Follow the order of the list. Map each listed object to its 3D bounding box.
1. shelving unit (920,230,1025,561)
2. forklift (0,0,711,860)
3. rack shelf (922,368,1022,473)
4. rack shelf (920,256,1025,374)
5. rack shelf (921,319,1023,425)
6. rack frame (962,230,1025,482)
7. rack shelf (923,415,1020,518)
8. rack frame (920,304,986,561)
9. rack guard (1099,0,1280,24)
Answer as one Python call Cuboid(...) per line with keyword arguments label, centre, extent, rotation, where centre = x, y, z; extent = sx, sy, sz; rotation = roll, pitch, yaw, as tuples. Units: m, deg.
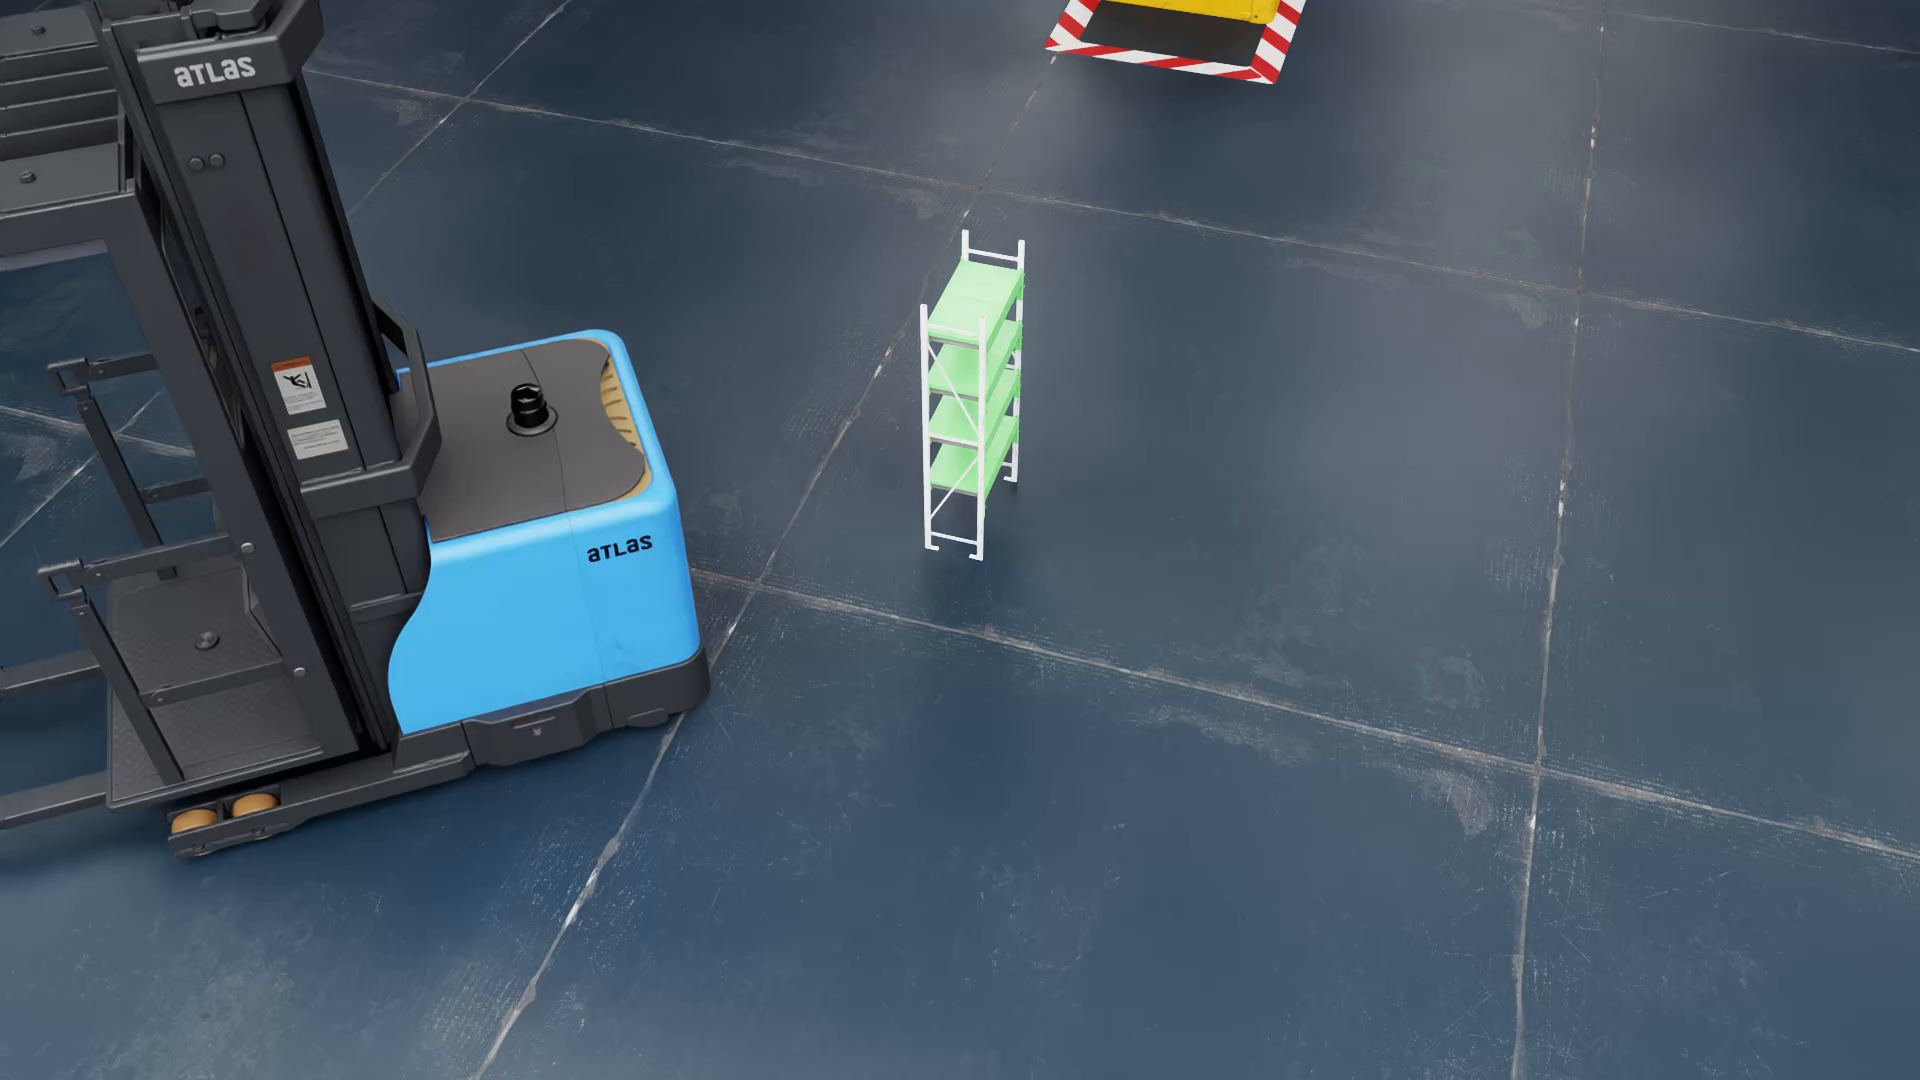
Cuboid(label="shelving unit", centre=(0.050, -0.539, 6.443), extent=(0.258, 1.200, 0.503), rotation=(13, 46, 12))
Cuboid(label="forklift", centre=(-2.486, -0.394, 5.057), extent=(3.031, 2.935, 1.130), rotation=(-14, 46, -14))
Cuboid(label="rack shelf", centre=(0.050, -0.494, 6.488), extent=(0.258, 0.148, 0.480), rotation=(13, 46, 12))
Cuboid(label="rack shelf", centre=(0.050, -0.837, 6.152), extent=(0.258, 0.148, 0.480), rotation=(13, 46, 12))
Cuboid(label="rack shelf", centre=(0.050, -0.665, 6.320), extent=(0.258, 0.148, 0.480), rotation=(13, 46, 12))
Cuboid(label="rack frame", centre=(0.124, -0.702, 6.609), extent=(0.240, 1.200, 0.015), rotation=(13, 46, 12))
Cuboid(label="rack shelf", centre=(0.050, -0.322, 6.656), extent=(0.258, 0.148, 0.480), rotation=(13, 46, 12))
Cuboid(label="rack frame", centre=(-0.024, -0.377, 6.277), extent=(0.240, 1.200, 0.015), rotation=(13, 46, 12))
Cuboid(label="rack guard", centre=(1.341, -3.473, 9.942), extent=(1.175, 0.500, 0.348), rotation=(13, 46, 13))
